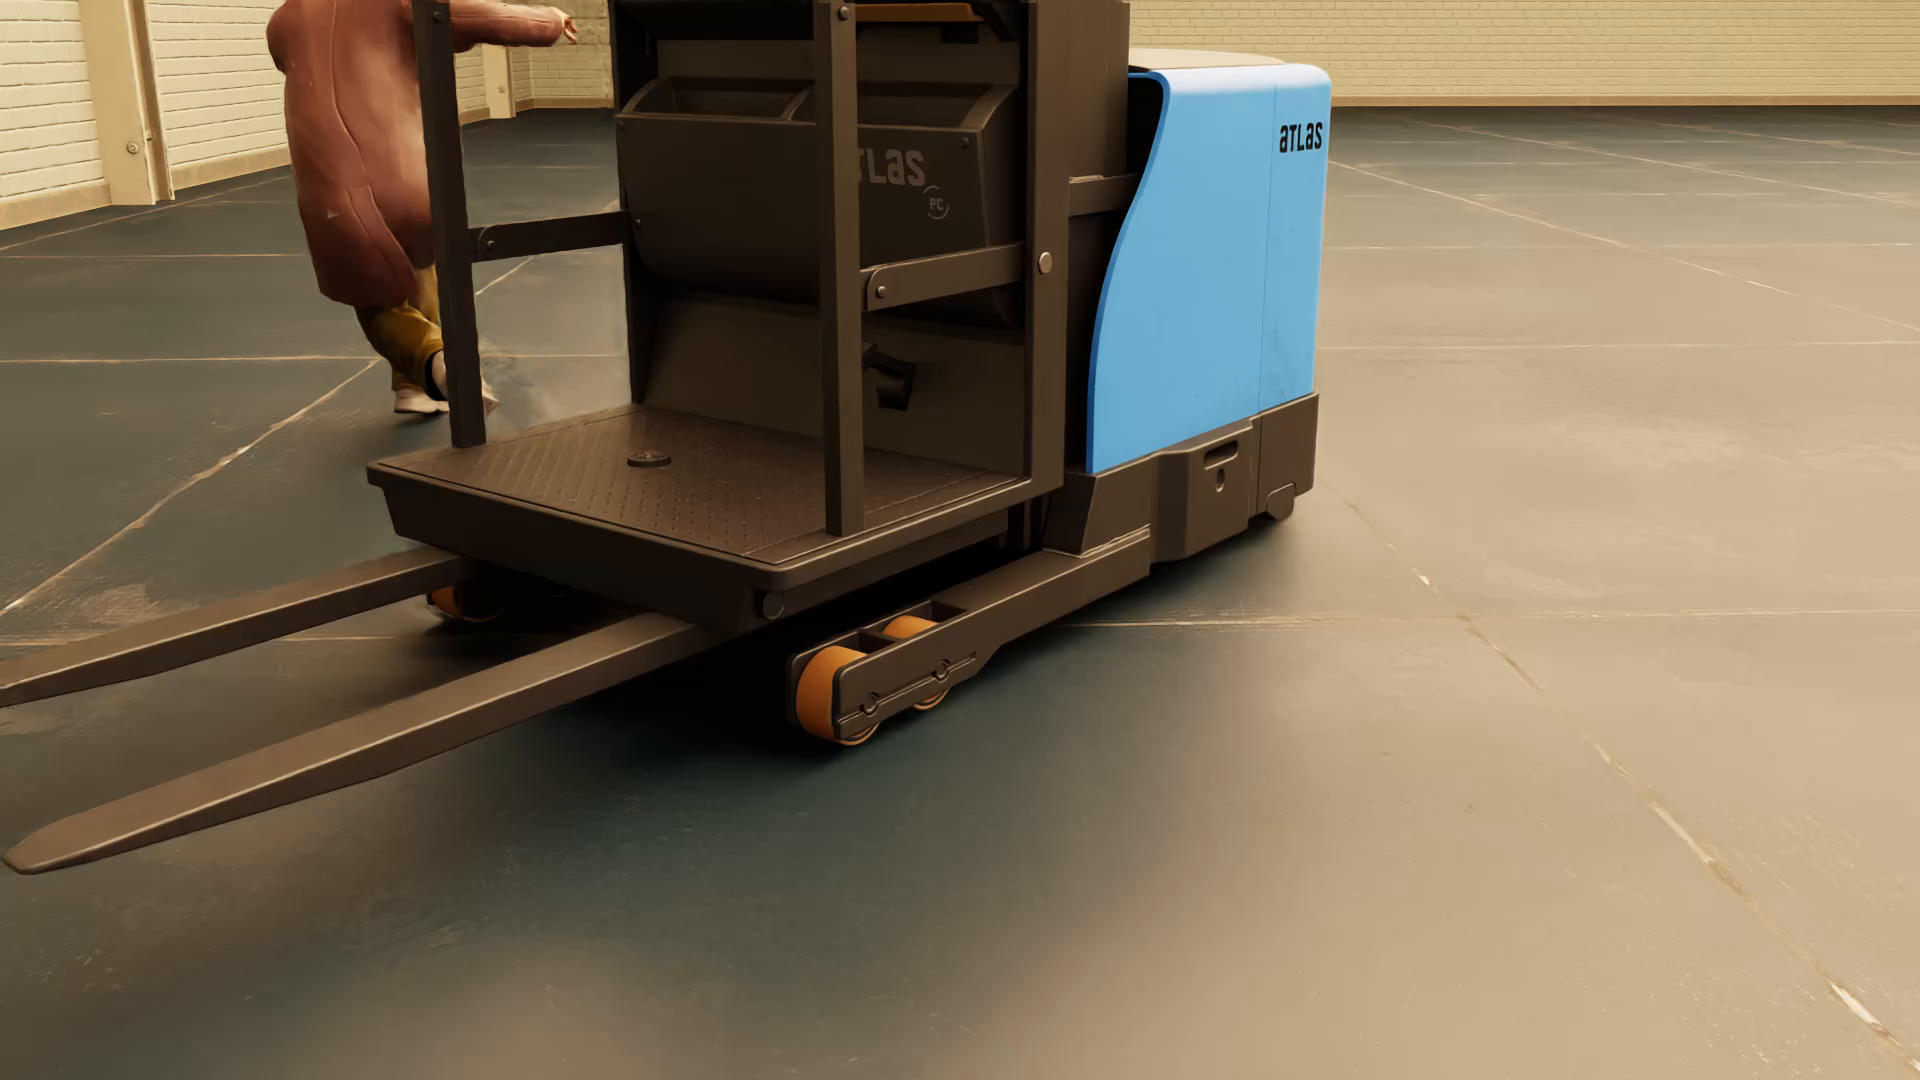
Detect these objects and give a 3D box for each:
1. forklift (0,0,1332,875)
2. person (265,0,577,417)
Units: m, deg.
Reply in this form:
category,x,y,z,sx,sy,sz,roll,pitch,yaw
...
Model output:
category,x,y,z,sx,sy,sz,roll,pitch,yaw
forklift,-0.421,-1.218,2.890,1.130,2.935,3.031,13,21,36
person,-1.562,-1.090,4.960,0.875,1.522,1.185,-3,17,-9
